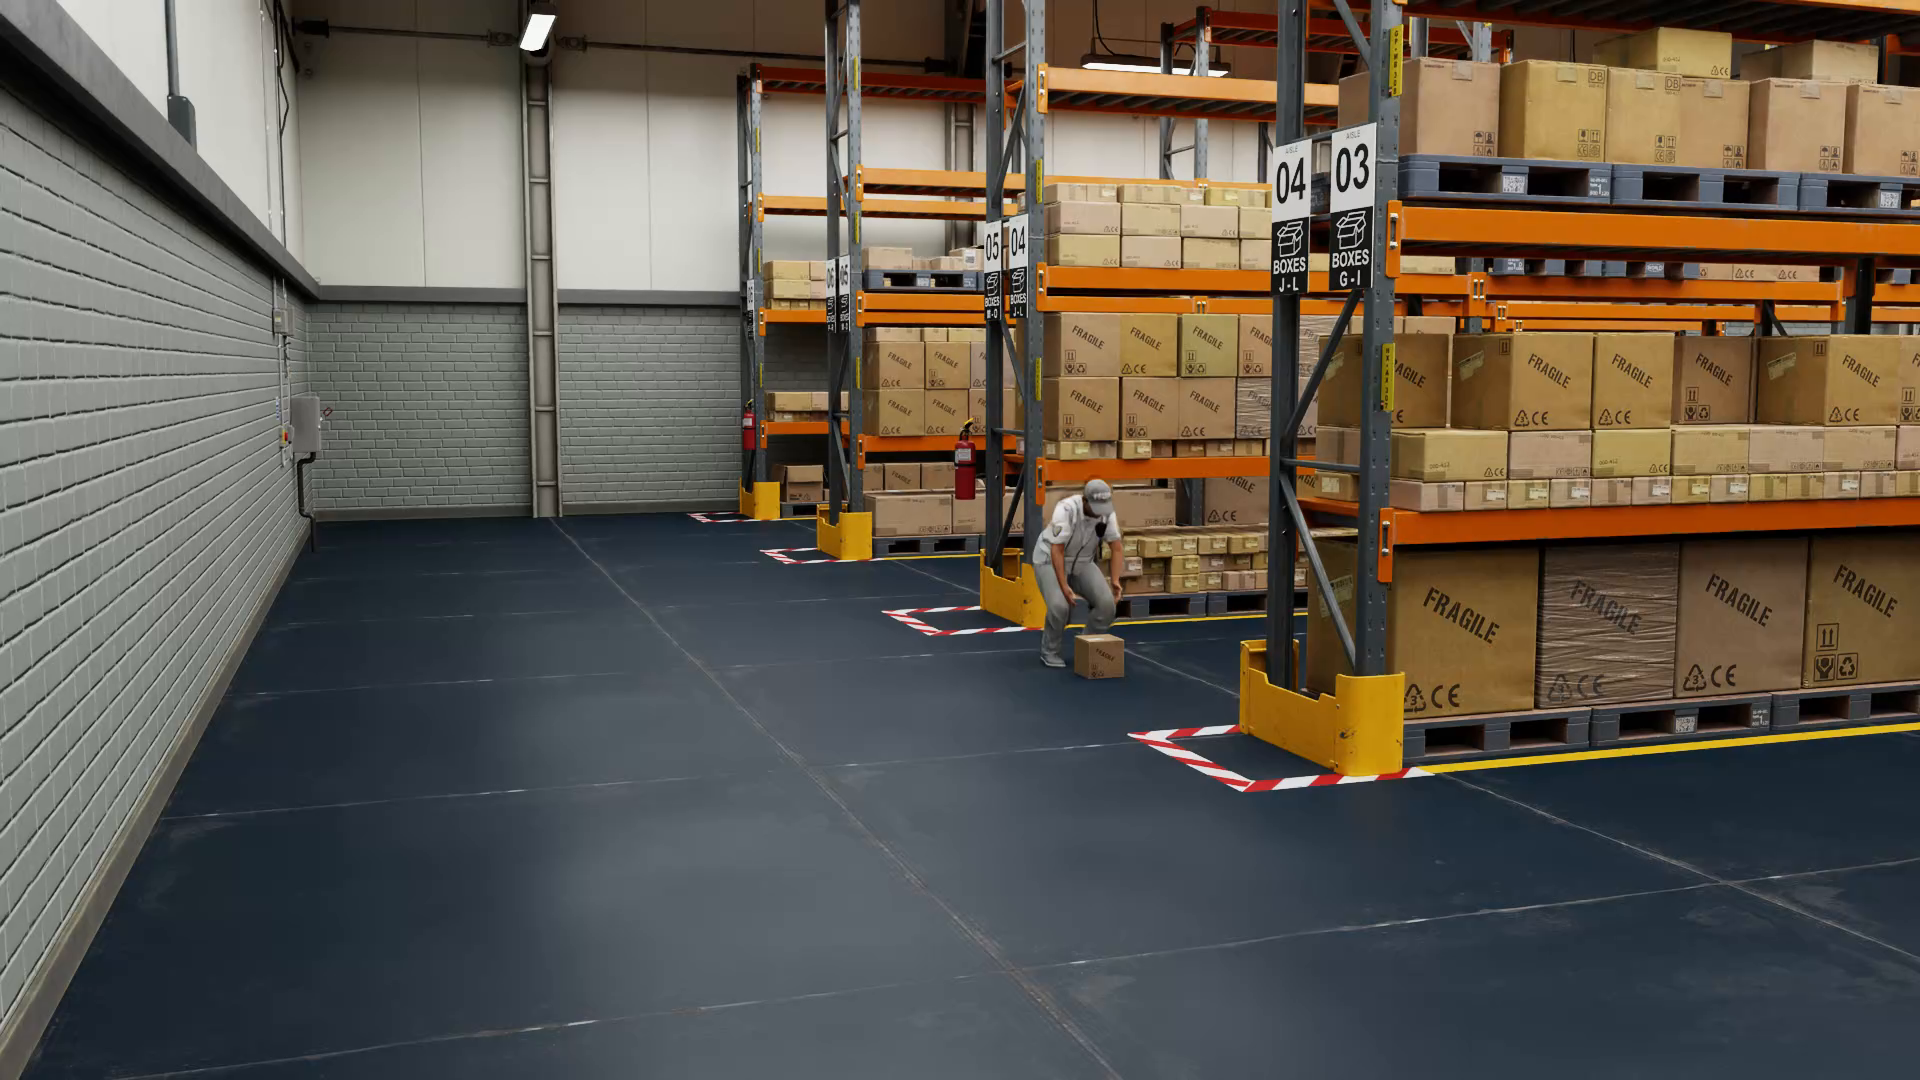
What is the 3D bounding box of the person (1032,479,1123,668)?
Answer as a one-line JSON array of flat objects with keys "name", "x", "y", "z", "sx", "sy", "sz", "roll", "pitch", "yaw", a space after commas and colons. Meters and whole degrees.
[{"name": "person", "x": 0.820, "y": 0.216, "z": 11.320, "sx": 0.537, "sy": 1.294, "sz": 0.774, "roll": -2, "pitch": 6, "yaw": -19}]
